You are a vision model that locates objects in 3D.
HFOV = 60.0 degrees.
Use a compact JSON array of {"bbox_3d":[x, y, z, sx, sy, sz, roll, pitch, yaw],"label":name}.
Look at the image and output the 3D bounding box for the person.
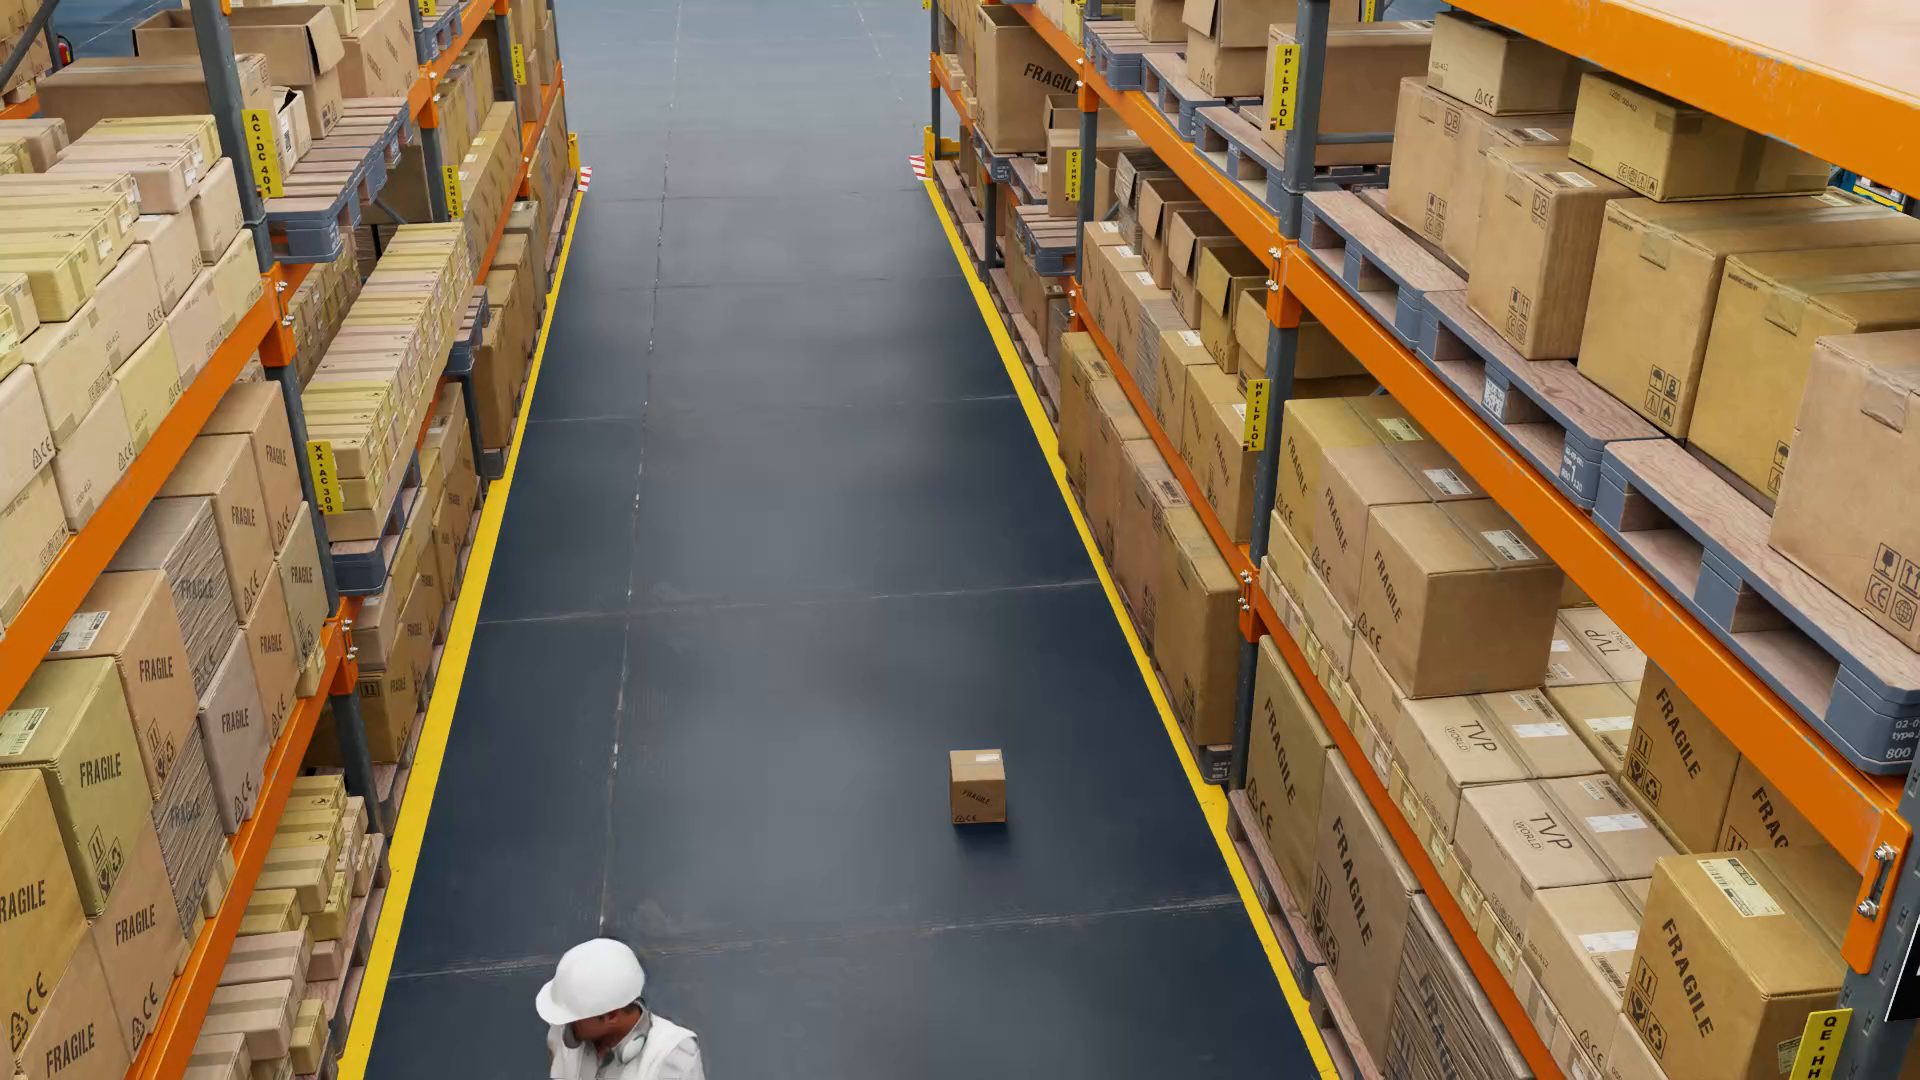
[{"bbox_3d":[-0.955,1.886,4.861,0.549,1.753,0.725,9,28,17],"label":"person"}]
